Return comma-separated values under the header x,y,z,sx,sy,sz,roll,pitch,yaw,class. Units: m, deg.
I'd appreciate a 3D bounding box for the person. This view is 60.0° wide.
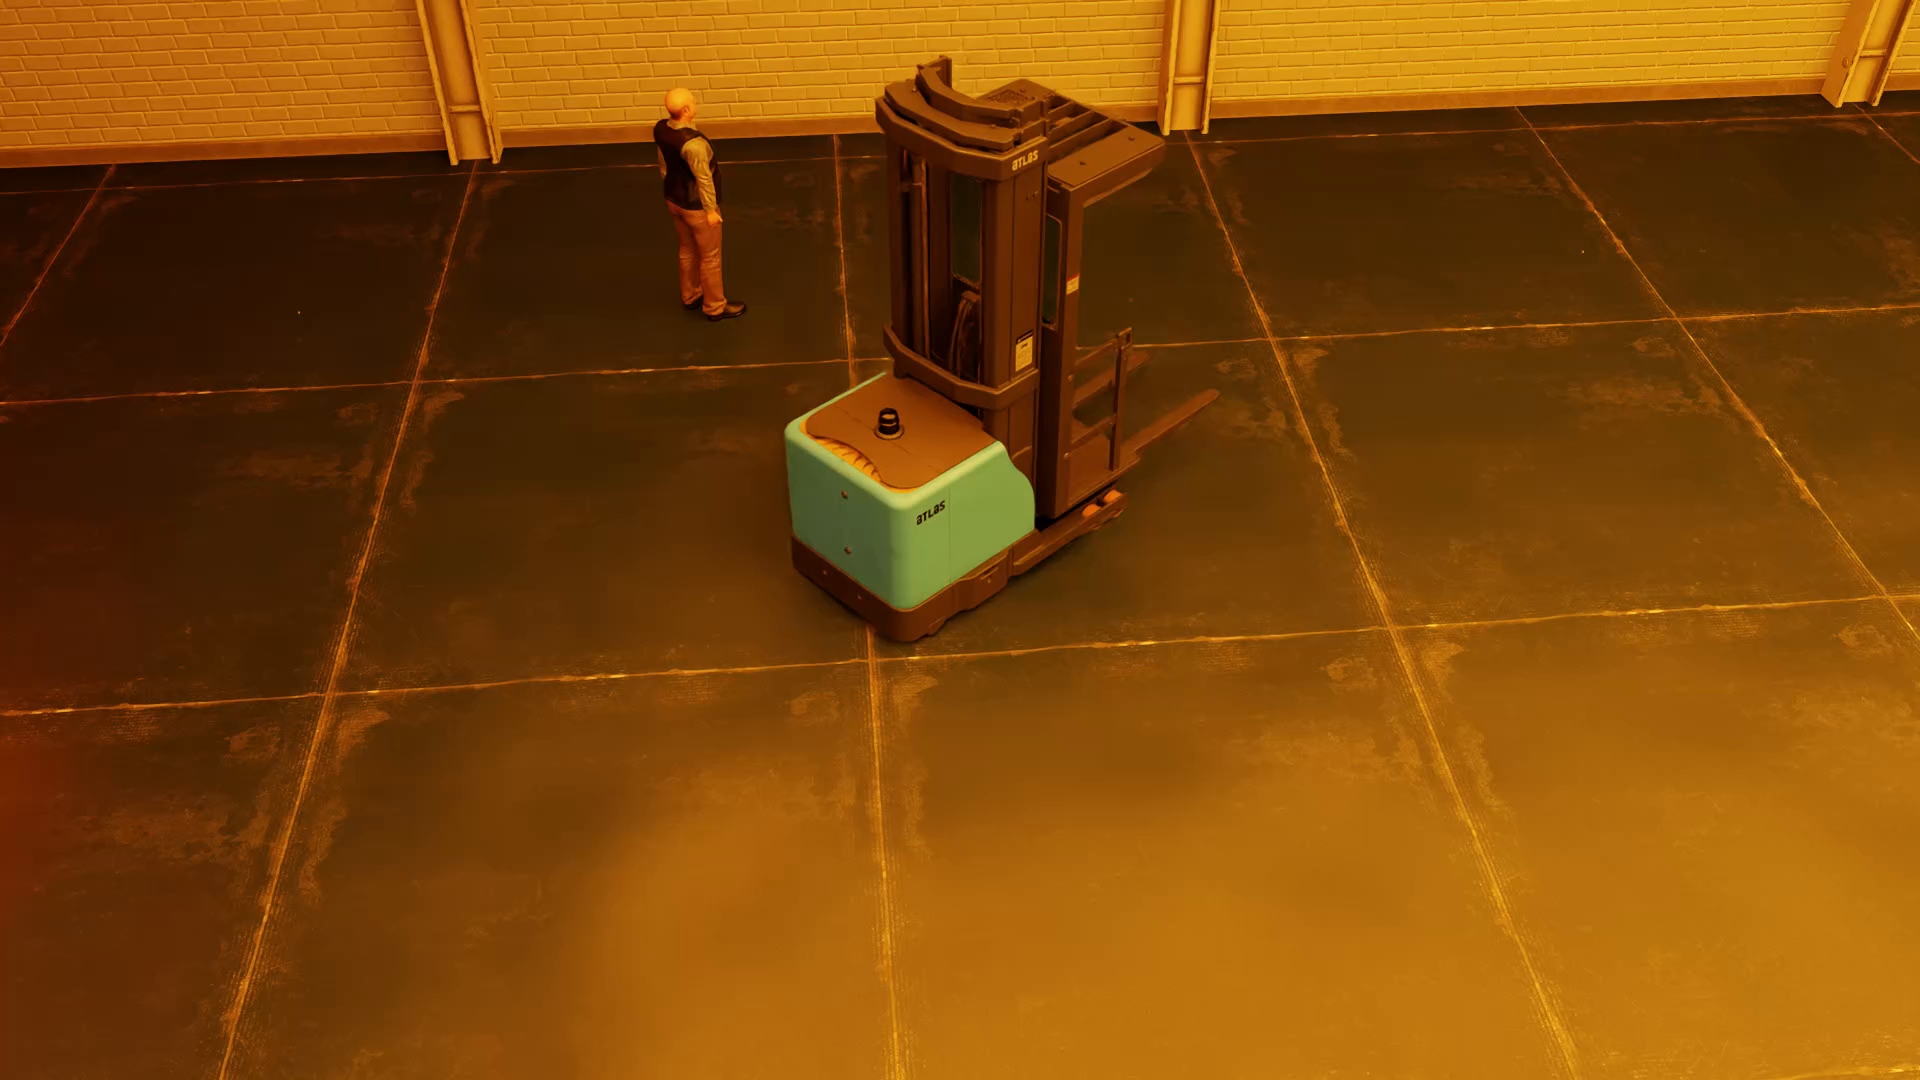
x,y,z,sx,sy,sz,roll,pitch,yaw,class
-1.849,-2.359,11.628,0.374,1.724,0.525,-33,50,-32,person

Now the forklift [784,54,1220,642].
x,y,z,sx,sy,sz,roll,pitch,yaw,class
0.403,-1.385,9.557,3.031,2.935,1.130,-32,50,-32,forklift
